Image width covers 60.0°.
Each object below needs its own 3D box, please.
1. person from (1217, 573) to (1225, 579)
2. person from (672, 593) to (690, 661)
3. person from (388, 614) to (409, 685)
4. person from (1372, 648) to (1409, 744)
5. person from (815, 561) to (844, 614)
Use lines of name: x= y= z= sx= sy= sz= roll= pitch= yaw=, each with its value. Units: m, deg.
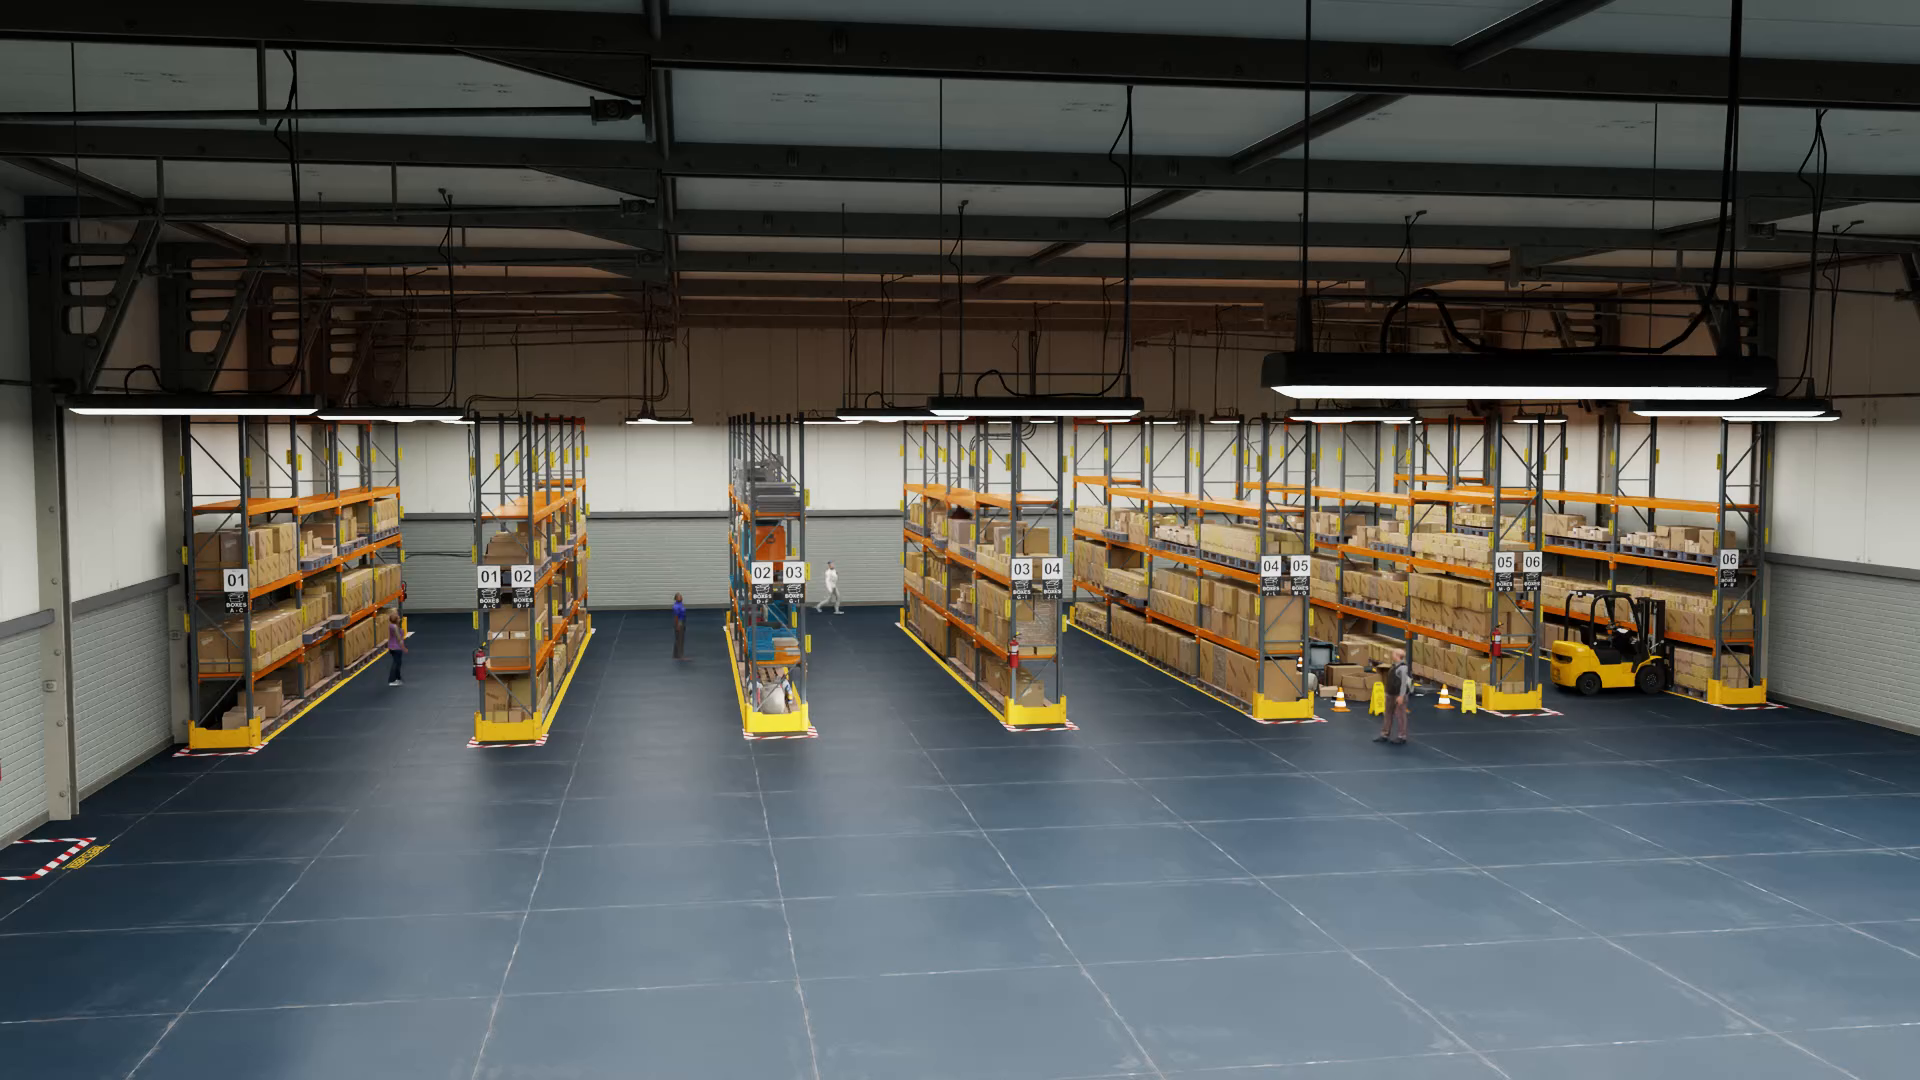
person: x=7.245 y=1.734 z=45.771 sx=0.408 sy=1.769 sz=0.557 roll=1 pitch=4 yaw=13
person: x=-6.860 y=2.122 z=40.865 sx=0.433 sy=1.660 sz=0.470 roll=0 pitch=4 yaw=-7
person: x=-12.424 y=2.445 z=36.733 sx=0.474 sy=1.645 sz=0.581 roll=2 pitch=4 yaw=29
person: x=7.817 y=2.819 z=30.039 sx=0.551 sy=1.723 sz=0.563 roll=-1 pitch=4 yaw=-19
person: x=-3.972 y=1.444 z=50.728 sx=0.845 sy=1.633 sz=0.531 roll=1 pitch=4 yaw=12
